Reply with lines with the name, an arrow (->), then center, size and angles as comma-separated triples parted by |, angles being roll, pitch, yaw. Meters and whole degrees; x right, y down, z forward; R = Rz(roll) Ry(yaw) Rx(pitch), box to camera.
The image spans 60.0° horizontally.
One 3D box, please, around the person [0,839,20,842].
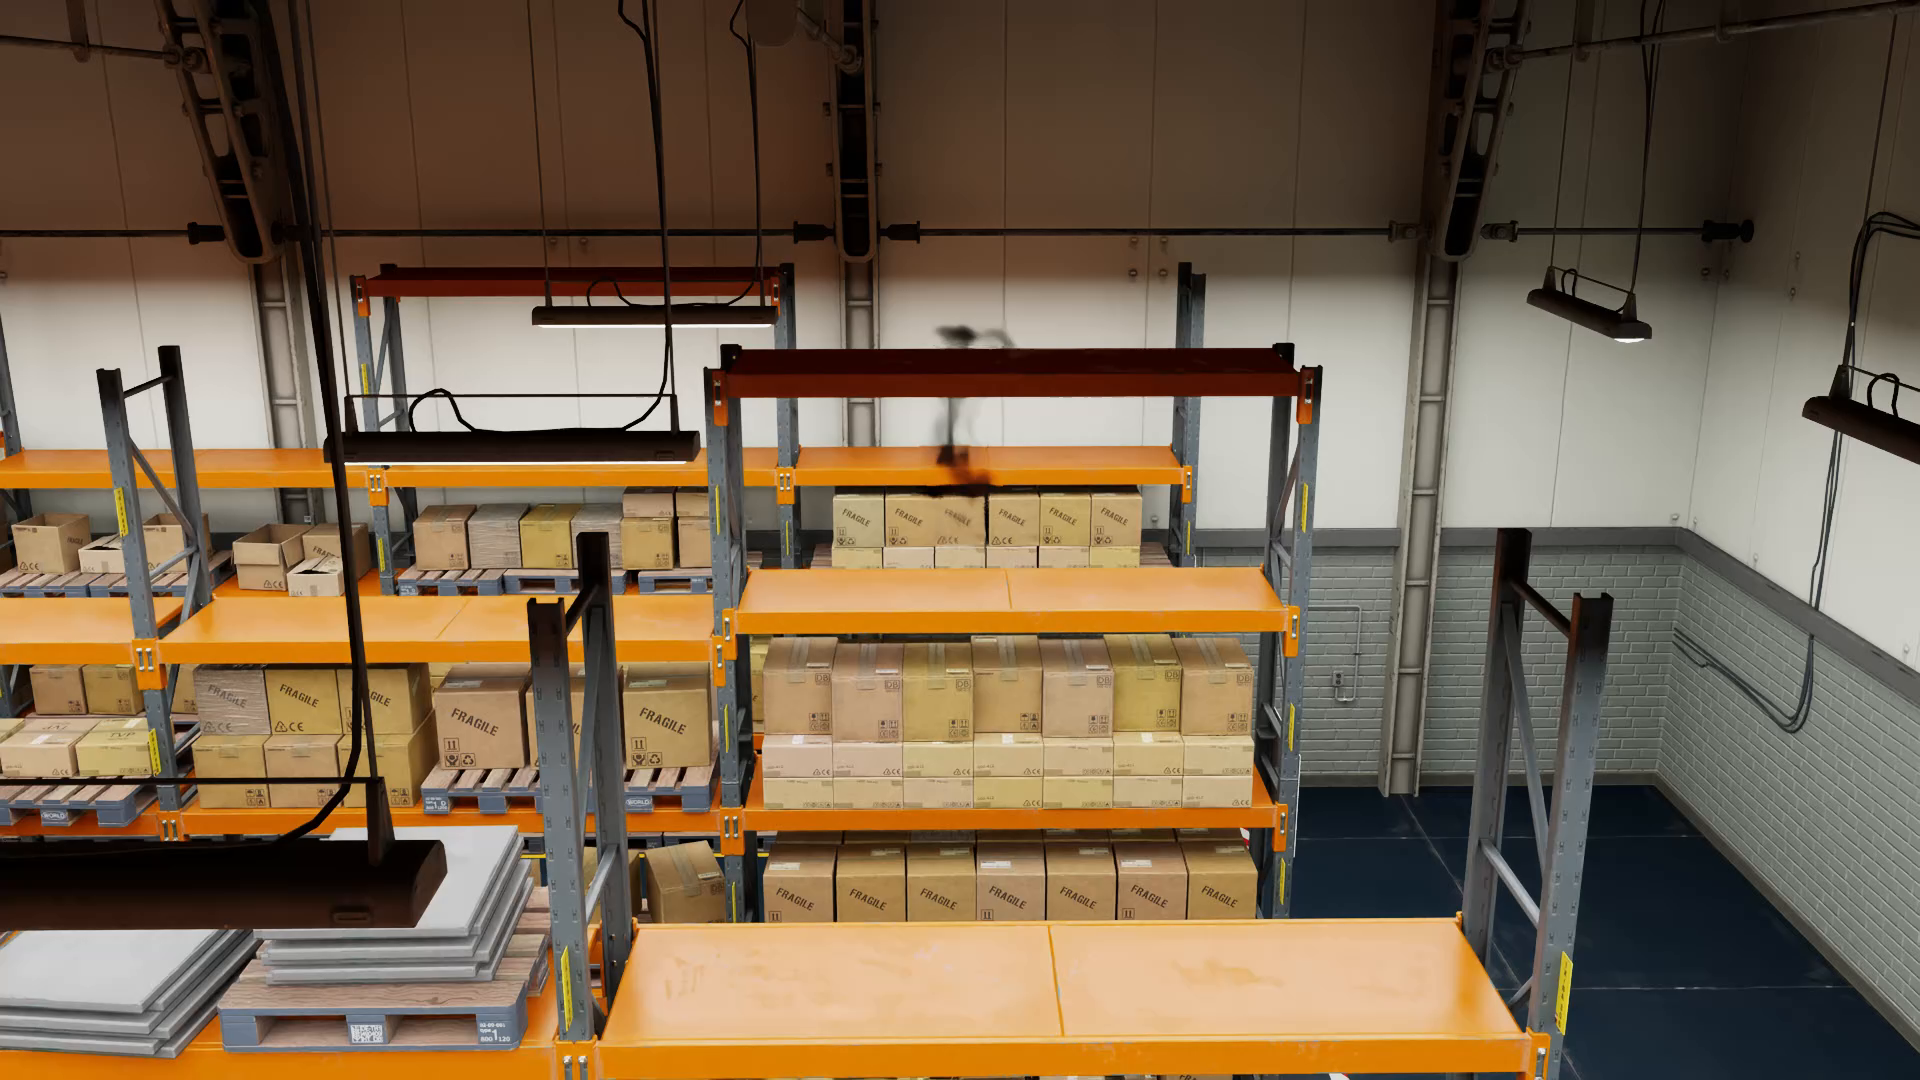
person -> -8.432, 3.230, 14.797 | 0.816, 1.503, 0.591 | -7, 17, -22
